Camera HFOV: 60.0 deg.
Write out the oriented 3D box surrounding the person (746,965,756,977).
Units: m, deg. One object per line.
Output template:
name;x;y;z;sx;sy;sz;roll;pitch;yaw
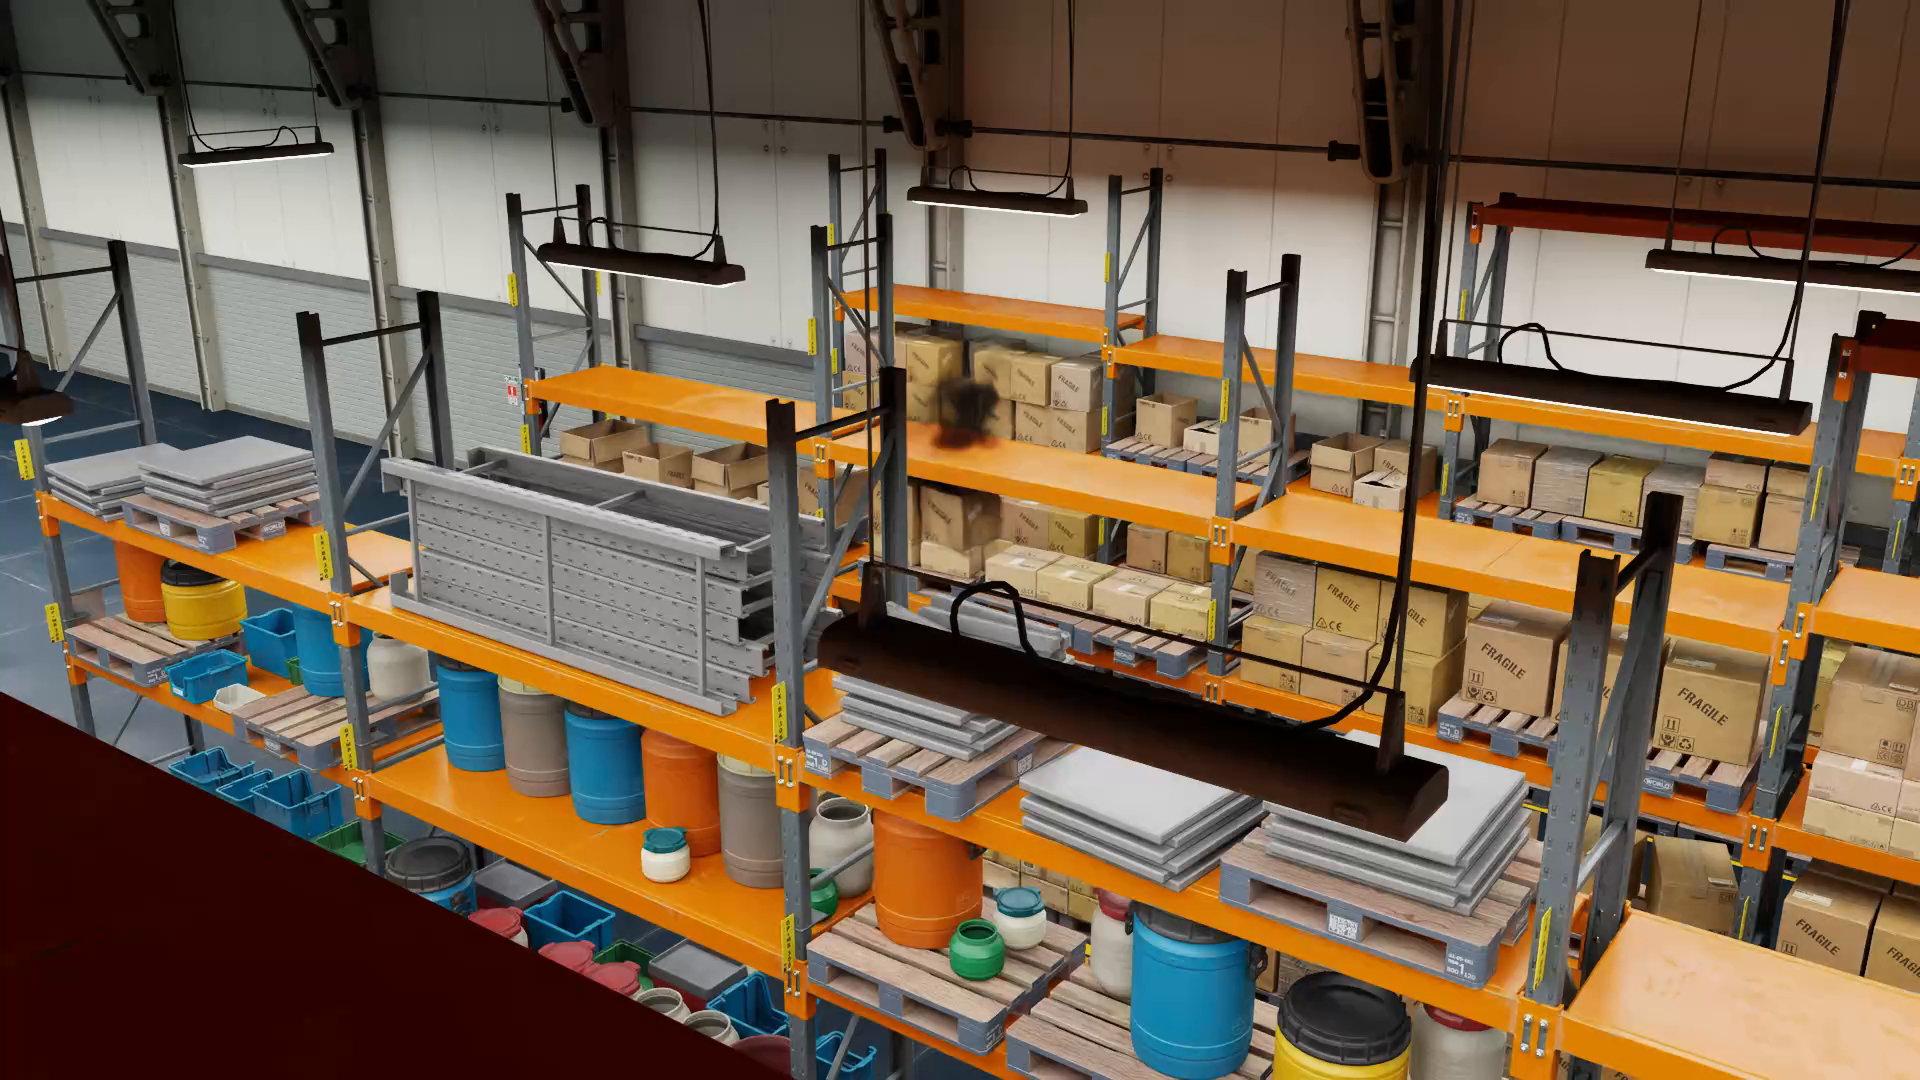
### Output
person;-1.641;3.102;12.890;0.670;1.675;0.720;15;24;38
